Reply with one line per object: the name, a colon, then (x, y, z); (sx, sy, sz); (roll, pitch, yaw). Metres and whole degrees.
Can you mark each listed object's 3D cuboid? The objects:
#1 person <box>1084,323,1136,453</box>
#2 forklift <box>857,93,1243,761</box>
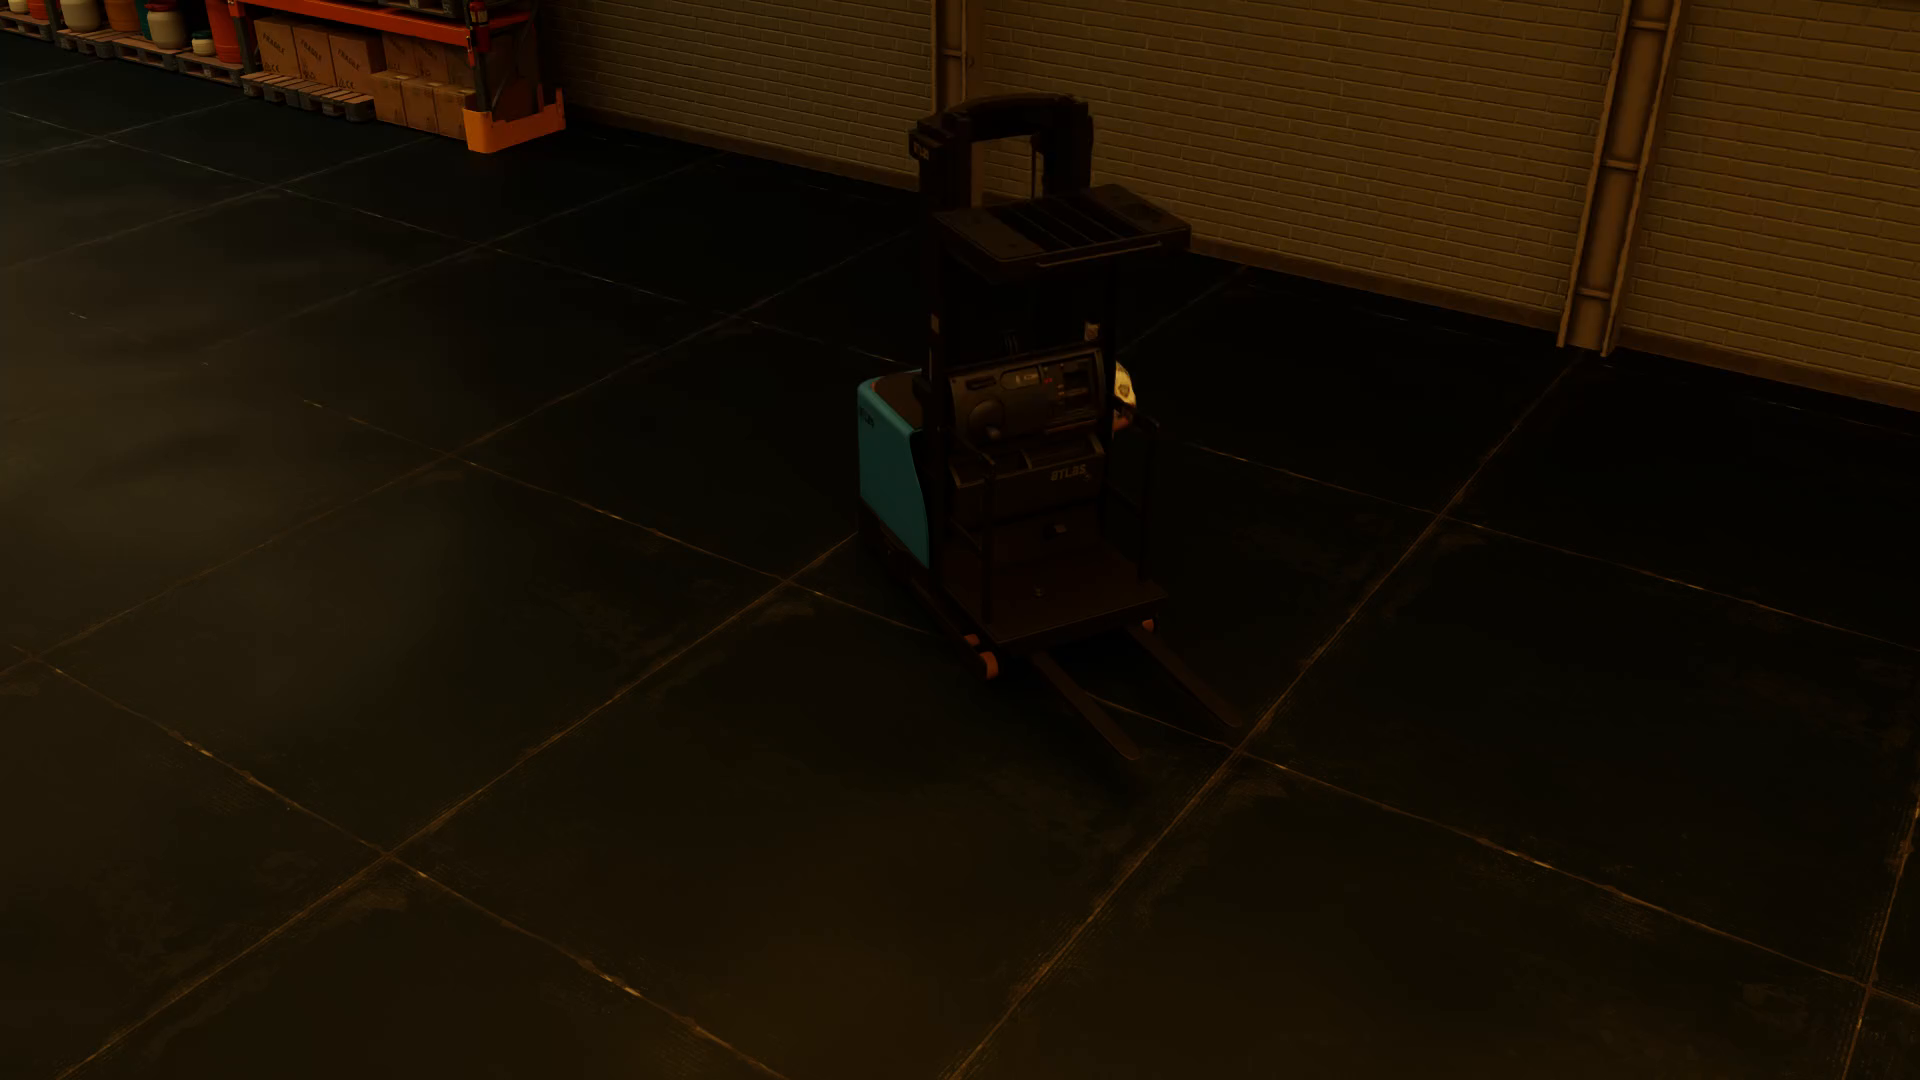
person: (0.630, -0.607, 10.096); (0.887, 1.441, 0.817); (18, 35, 28)
forklift: (0.470, -0.743, 8.861); (1.130, 2.935, 3.031); (-14, 33, -23)
